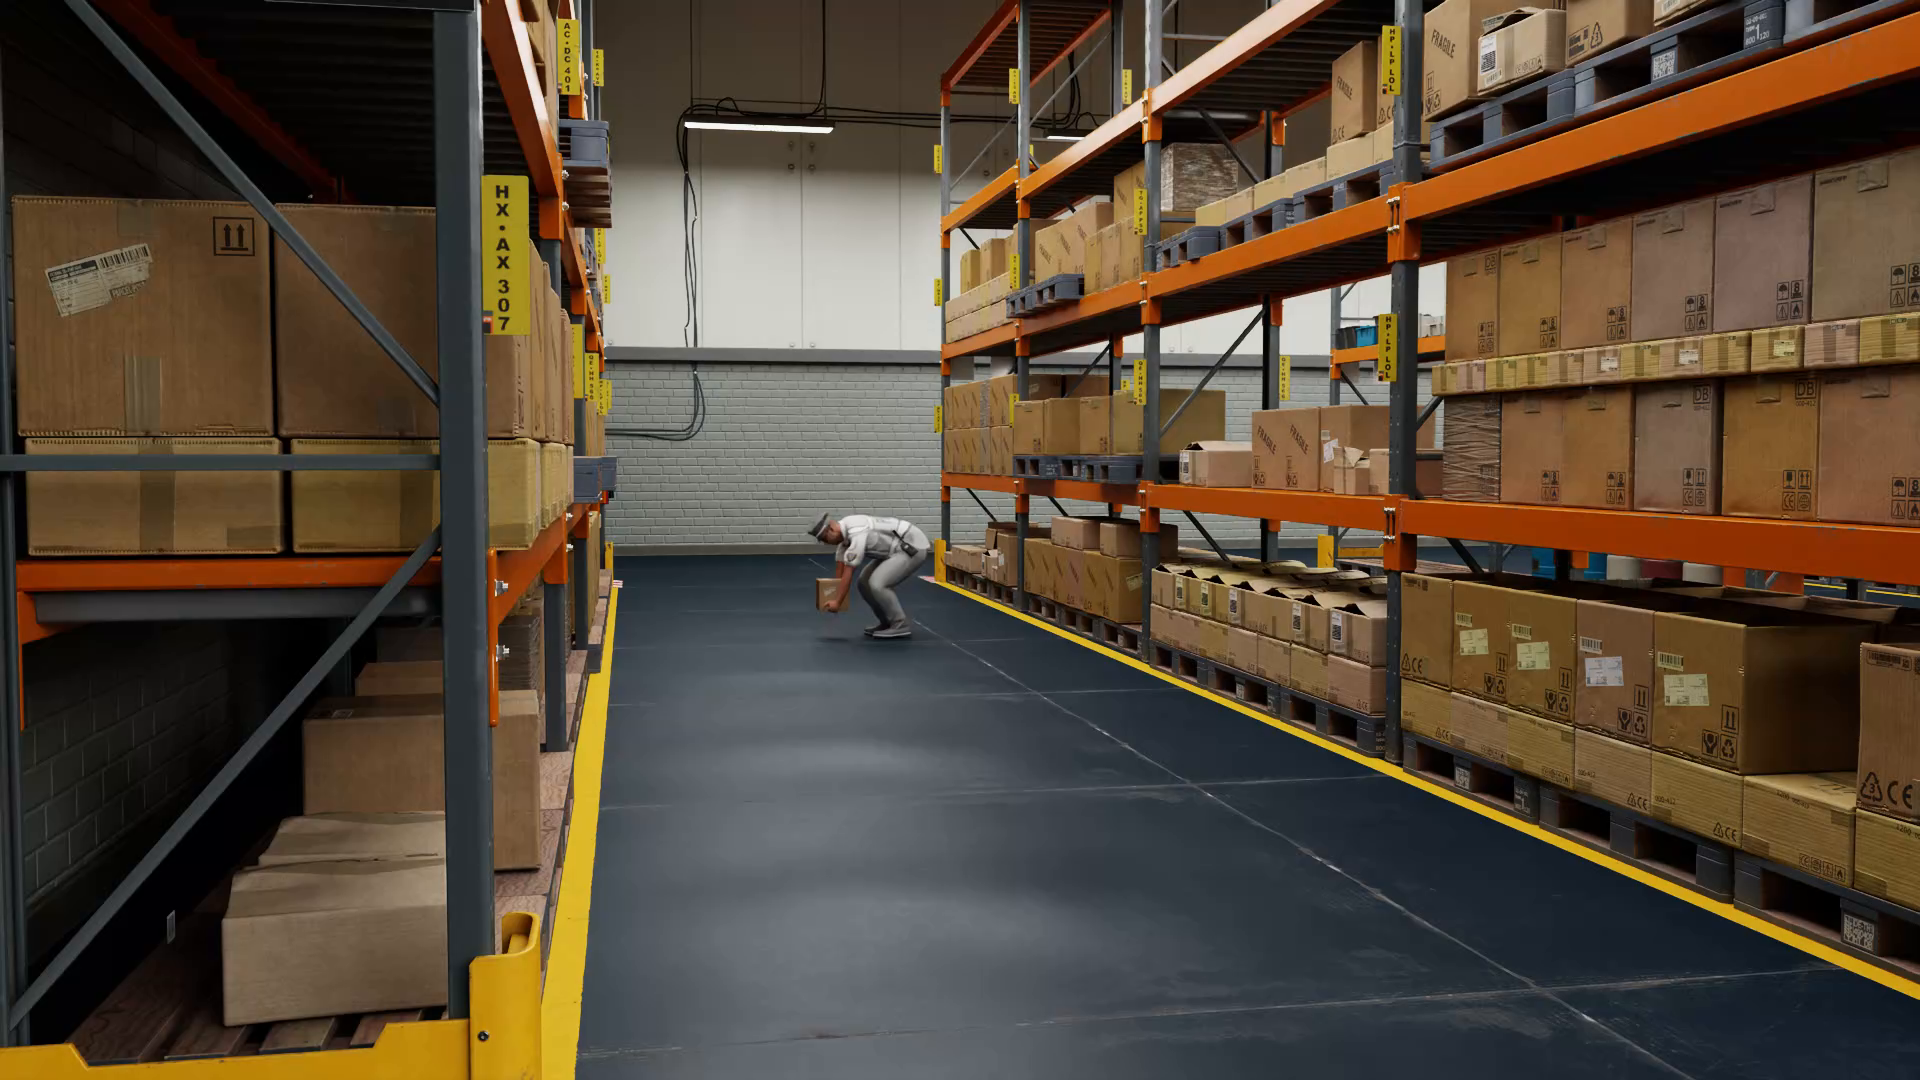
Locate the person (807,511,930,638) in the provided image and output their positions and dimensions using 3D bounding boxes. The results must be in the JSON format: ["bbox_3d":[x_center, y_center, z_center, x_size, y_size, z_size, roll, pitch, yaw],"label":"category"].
[{"bbox_3d":[-0.767,0.283,13.847,1.031,1.054,0.517,-1,3,-14],"label":"person"}]
